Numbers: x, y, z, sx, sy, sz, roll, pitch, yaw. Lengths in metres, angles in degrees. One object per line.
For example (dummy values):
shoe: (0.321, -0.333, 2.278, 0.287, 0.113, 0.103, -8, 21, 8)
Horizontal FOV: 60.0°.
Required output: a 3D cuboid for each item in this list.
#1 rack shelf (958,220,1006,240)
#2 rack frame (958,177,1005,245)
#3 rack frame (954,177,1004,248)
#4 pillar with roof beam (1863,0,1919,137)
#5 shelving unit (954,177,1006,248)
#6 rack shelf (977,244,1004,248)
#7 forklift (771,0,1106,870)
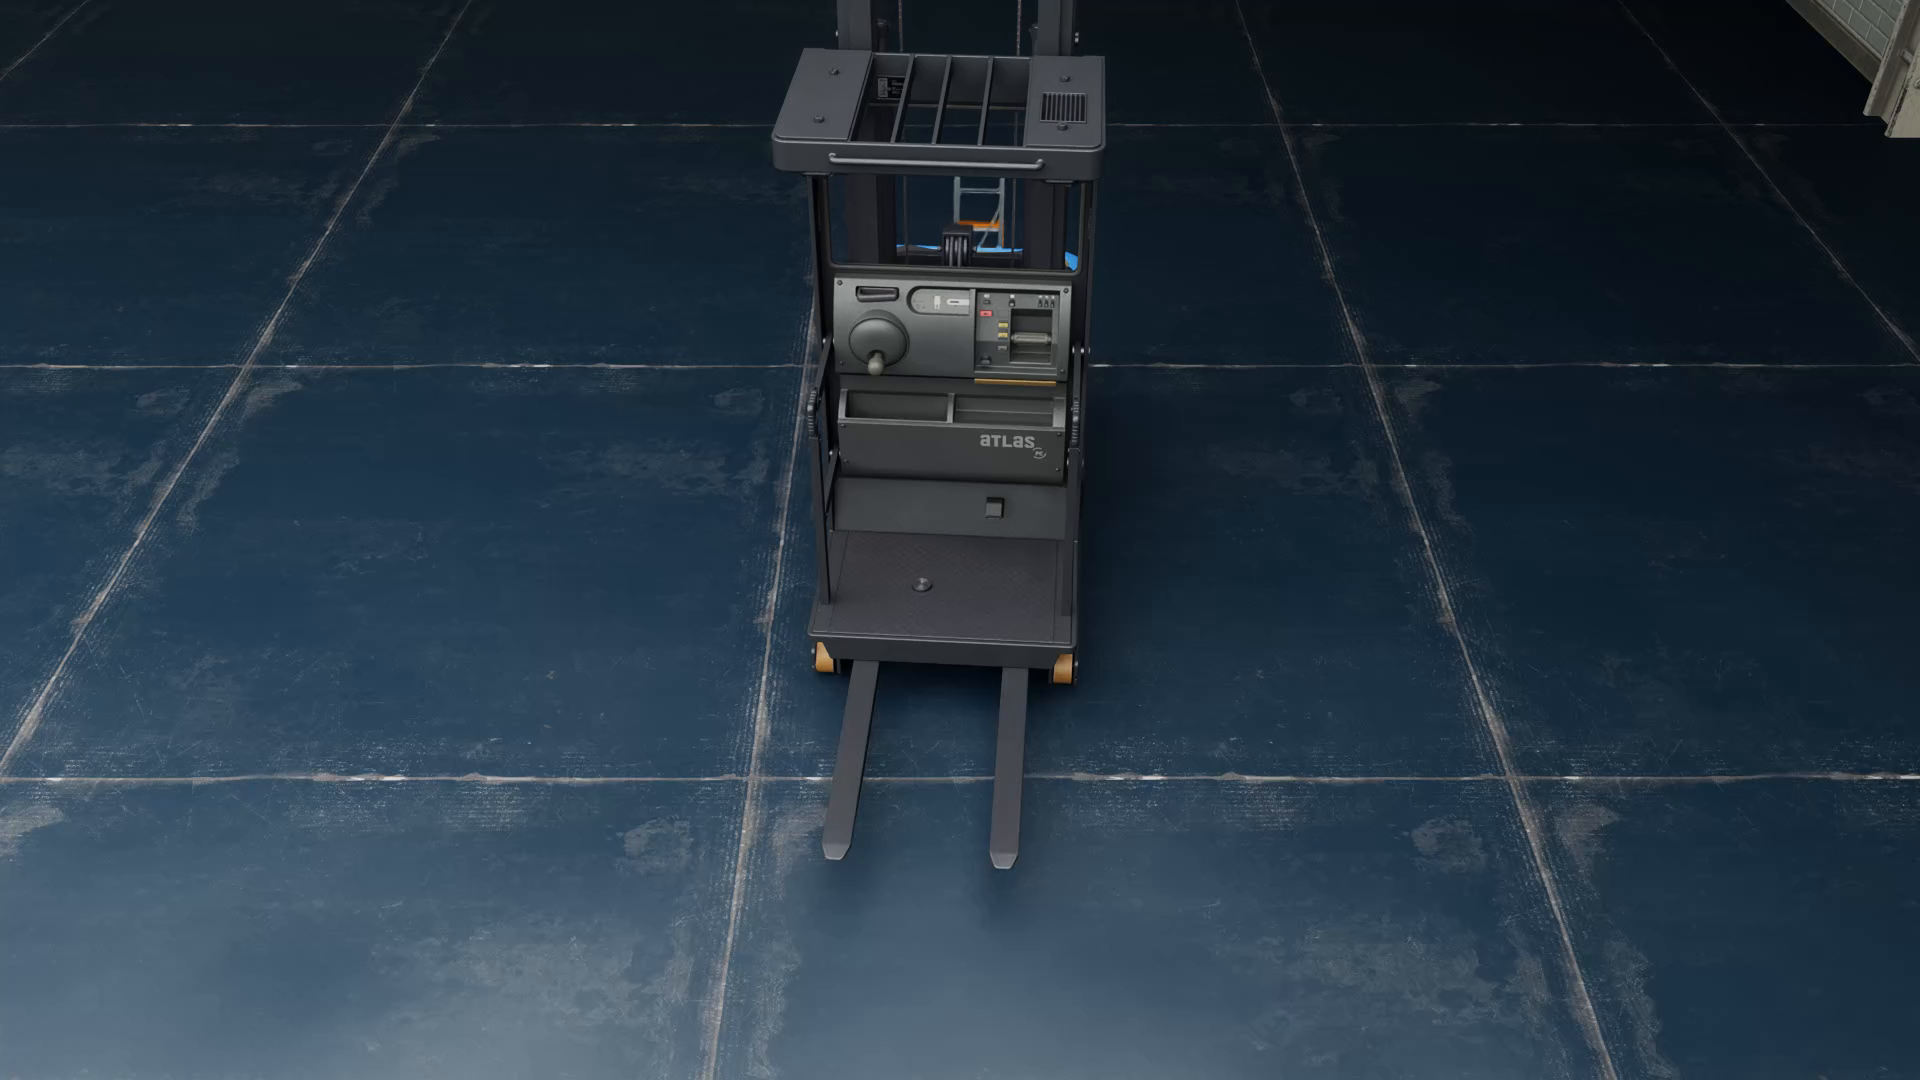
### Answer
rack shelf: (0.095, -1.533, 8.253, 0.258, 0.103, 0.180, 2, 16, 2)
rack frame: (0.093, -1.255, 8.428, 0.240, 1.200, 0.006, 2, 16, 2)
rack frame: (0.084, -1.205, 8.252, 0.240, 1.200, 0.006, 2, 16, 2)
pillar with roof beam: (2.045, -6.322, 8.443, 9.100, 9.000, 0.400, 0, 39, 0)
shelving unit: (0.088, -1.230, 8.340, 0.258, 1.200, 0.189, 2, 16, 2)
rack shelf: (0.092, -1.418, 8.286, 0.258, 0.103, 0.180, 2, 16, 2)
forklift: (-0.044, -0.755, 6.349, 1.130, 2.935, 3.031, 2, 39, 3)
